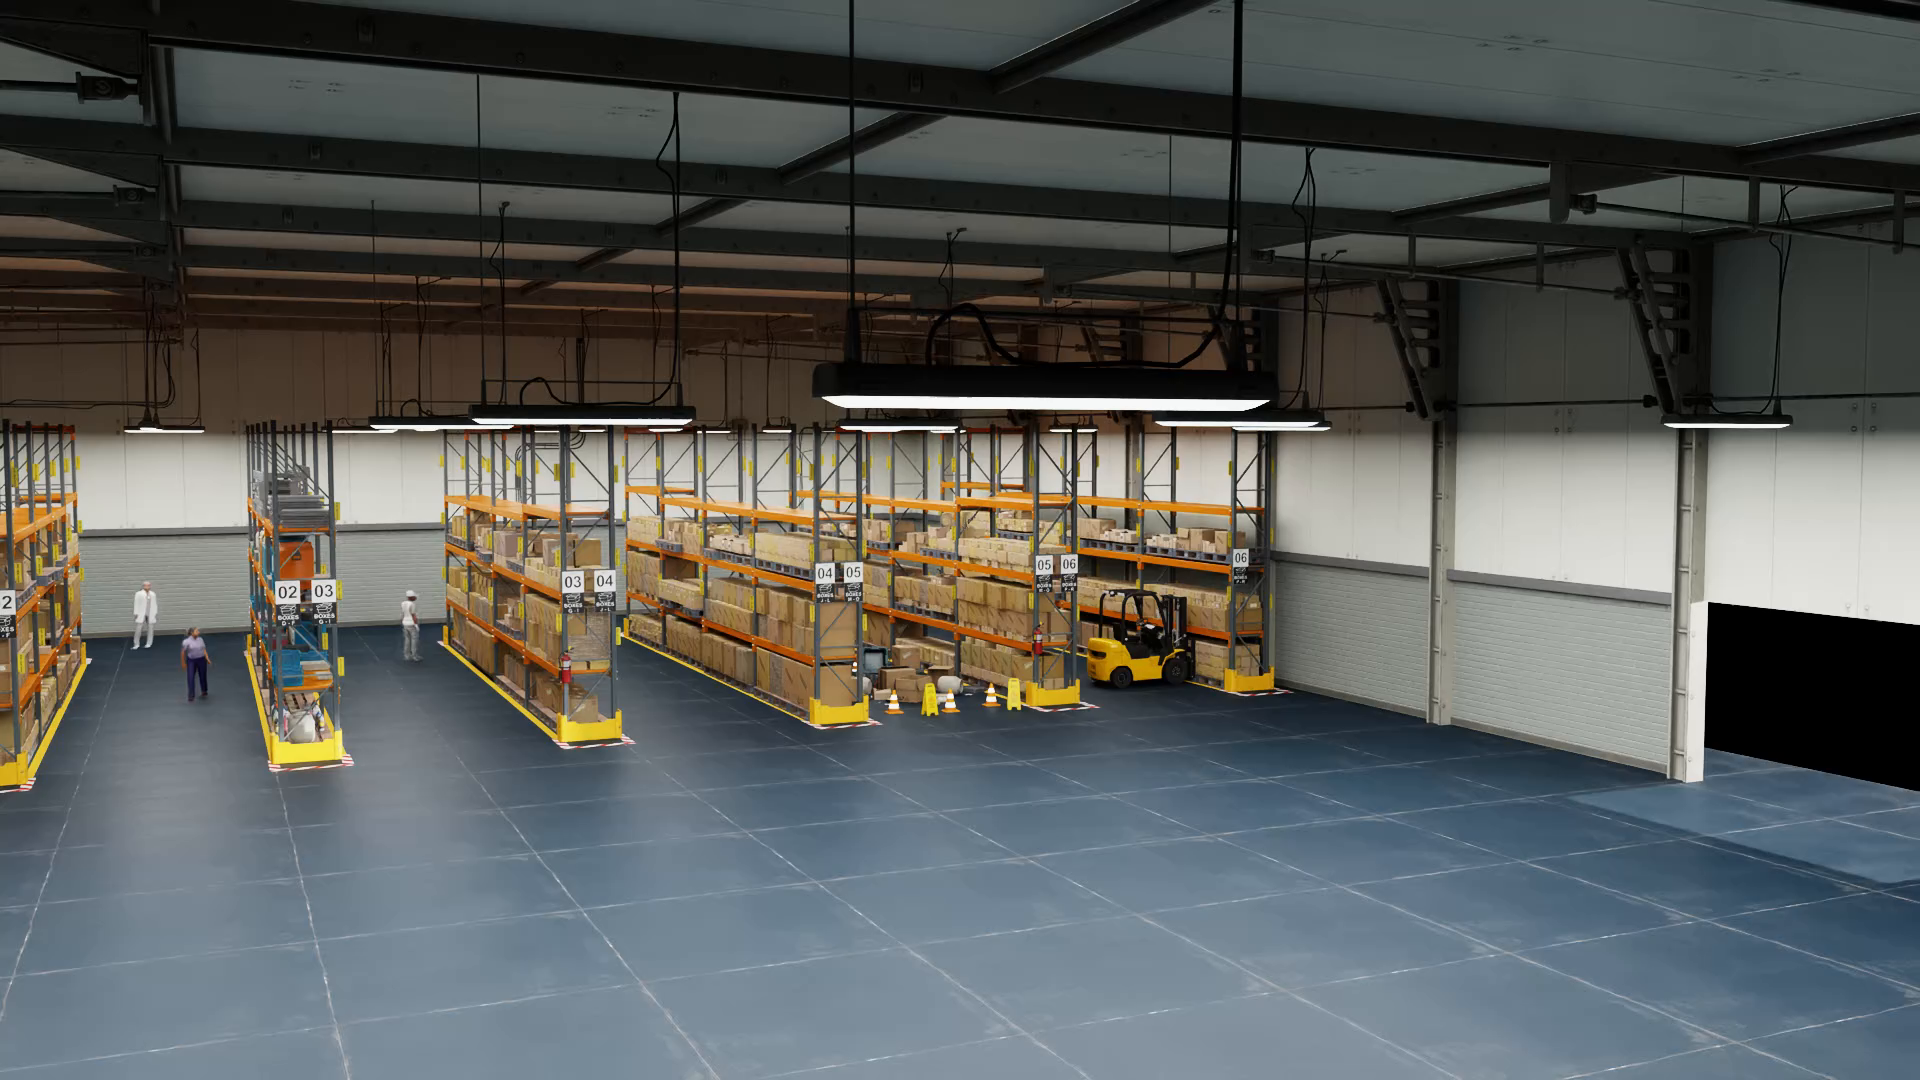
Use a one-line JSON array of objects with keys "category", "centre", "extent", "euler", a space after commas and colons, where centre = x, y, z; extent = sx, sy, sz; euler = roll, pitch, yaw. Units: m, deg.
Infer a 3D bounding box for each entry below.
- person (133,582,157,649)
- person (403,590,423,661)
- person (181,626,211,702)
[{"category": "person", "centre": [-22.046, 2.025, 44.953], "extent": [0.646, 1.789, 0.448], "euler": [-3, 5, -42]}, {"category": "person", "centre": [-13.912, 2.172, 42.326], "extent": [0.442, 1.789, 0.631], "euler": [-3, 5, -42]}, {"category": "person", "centre": [-16.551, 2.665, 36.041], "extent": [0.592, 1.602, 0.970], "euler": [-1, 4, -22]}]
